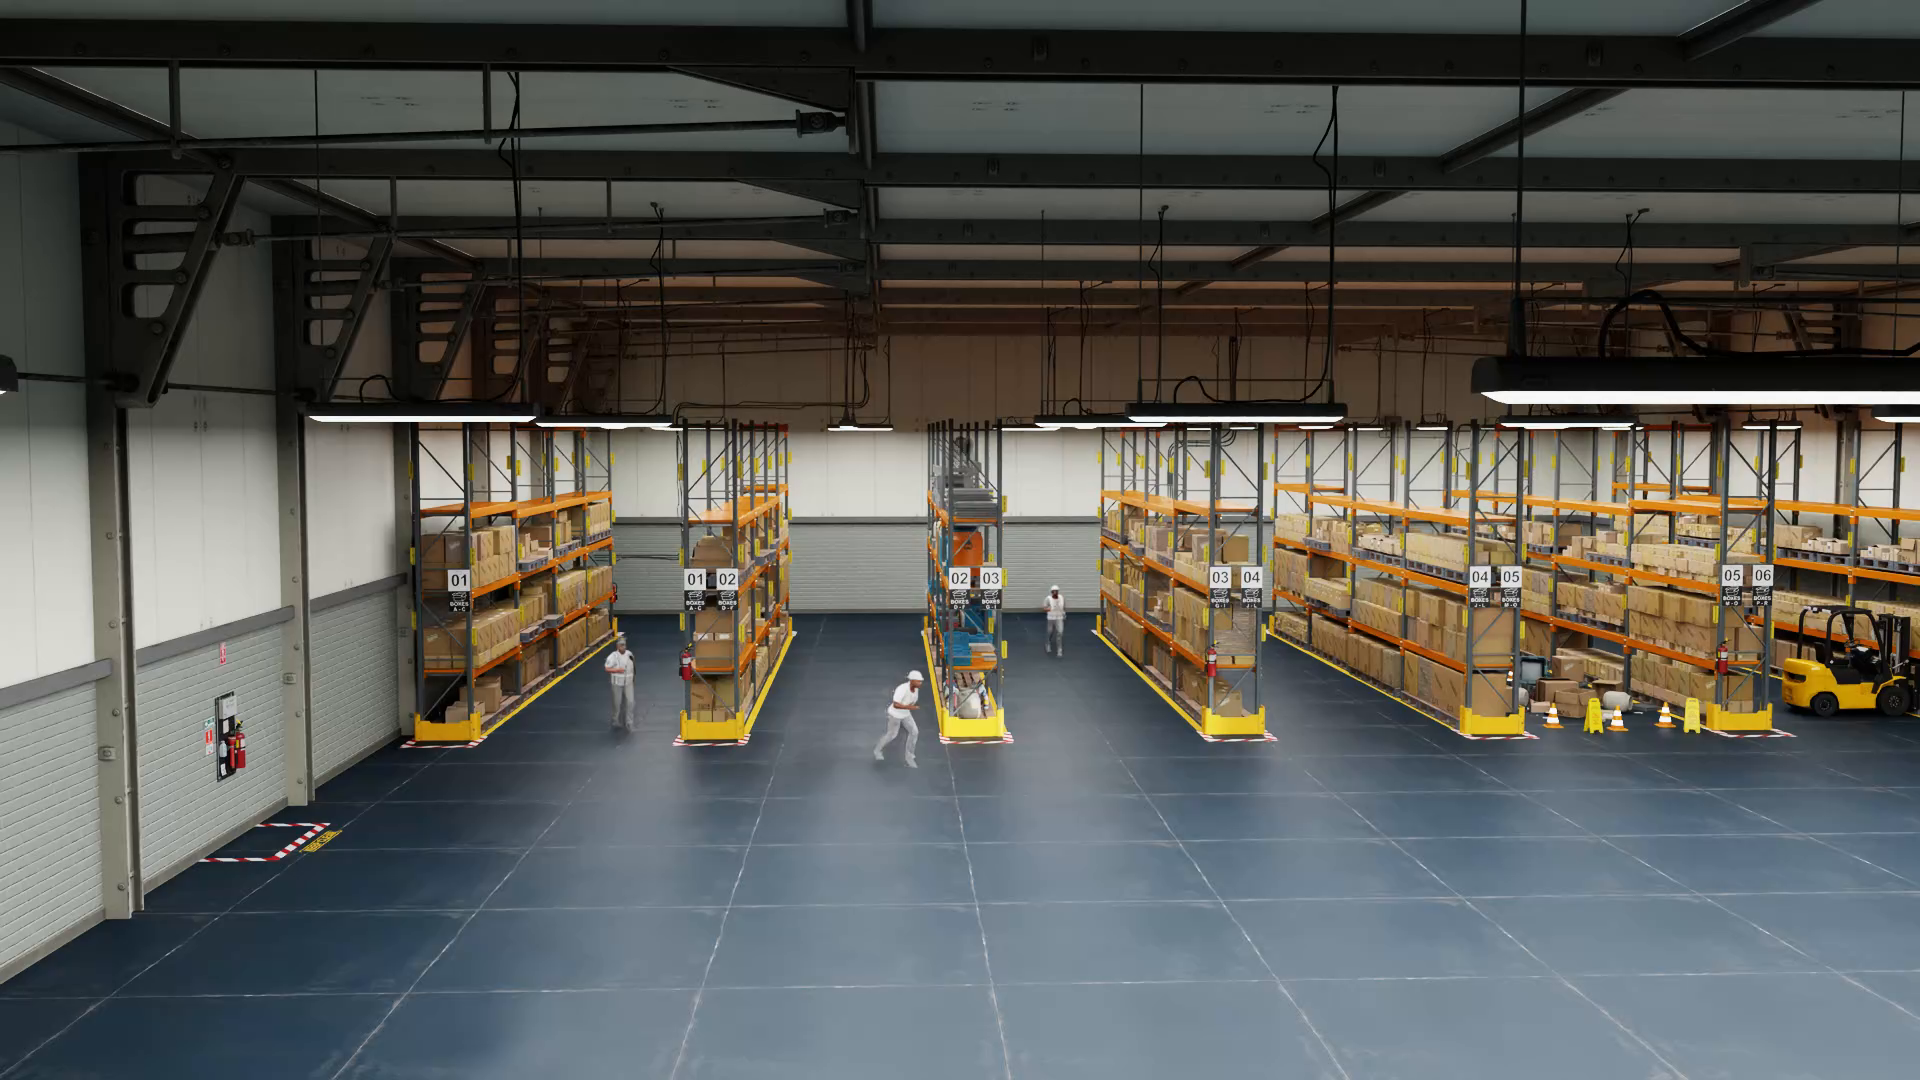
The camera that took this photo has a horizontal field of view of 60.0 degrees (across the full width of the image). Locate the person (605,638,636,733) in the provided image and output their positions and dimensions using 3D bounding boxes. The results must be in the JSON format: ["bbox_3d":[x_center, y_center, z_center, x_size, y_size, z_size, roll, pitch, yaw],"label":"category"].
[{"bbox_3d":[-6.539,2.783,32.055,0.644,1.839,0.826,-2,4,-27],"label":"person"}]

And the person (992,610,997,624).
[{"bbox_3d":[0.853,1.727,49.599,0.781,1.728,0.622,1,4,16],"label":"person"}]

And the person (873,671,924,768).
[{"bbox_3d":[-1.047,3.081,28.679,1.028,1.715,0.745,2,4,32],"label":"person"}]

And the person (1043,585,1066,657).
[{"bbox_3d":[2.429,2.064,42.835,0.672,1.812,0.930,-1,4,-13],"label":"person"}]
